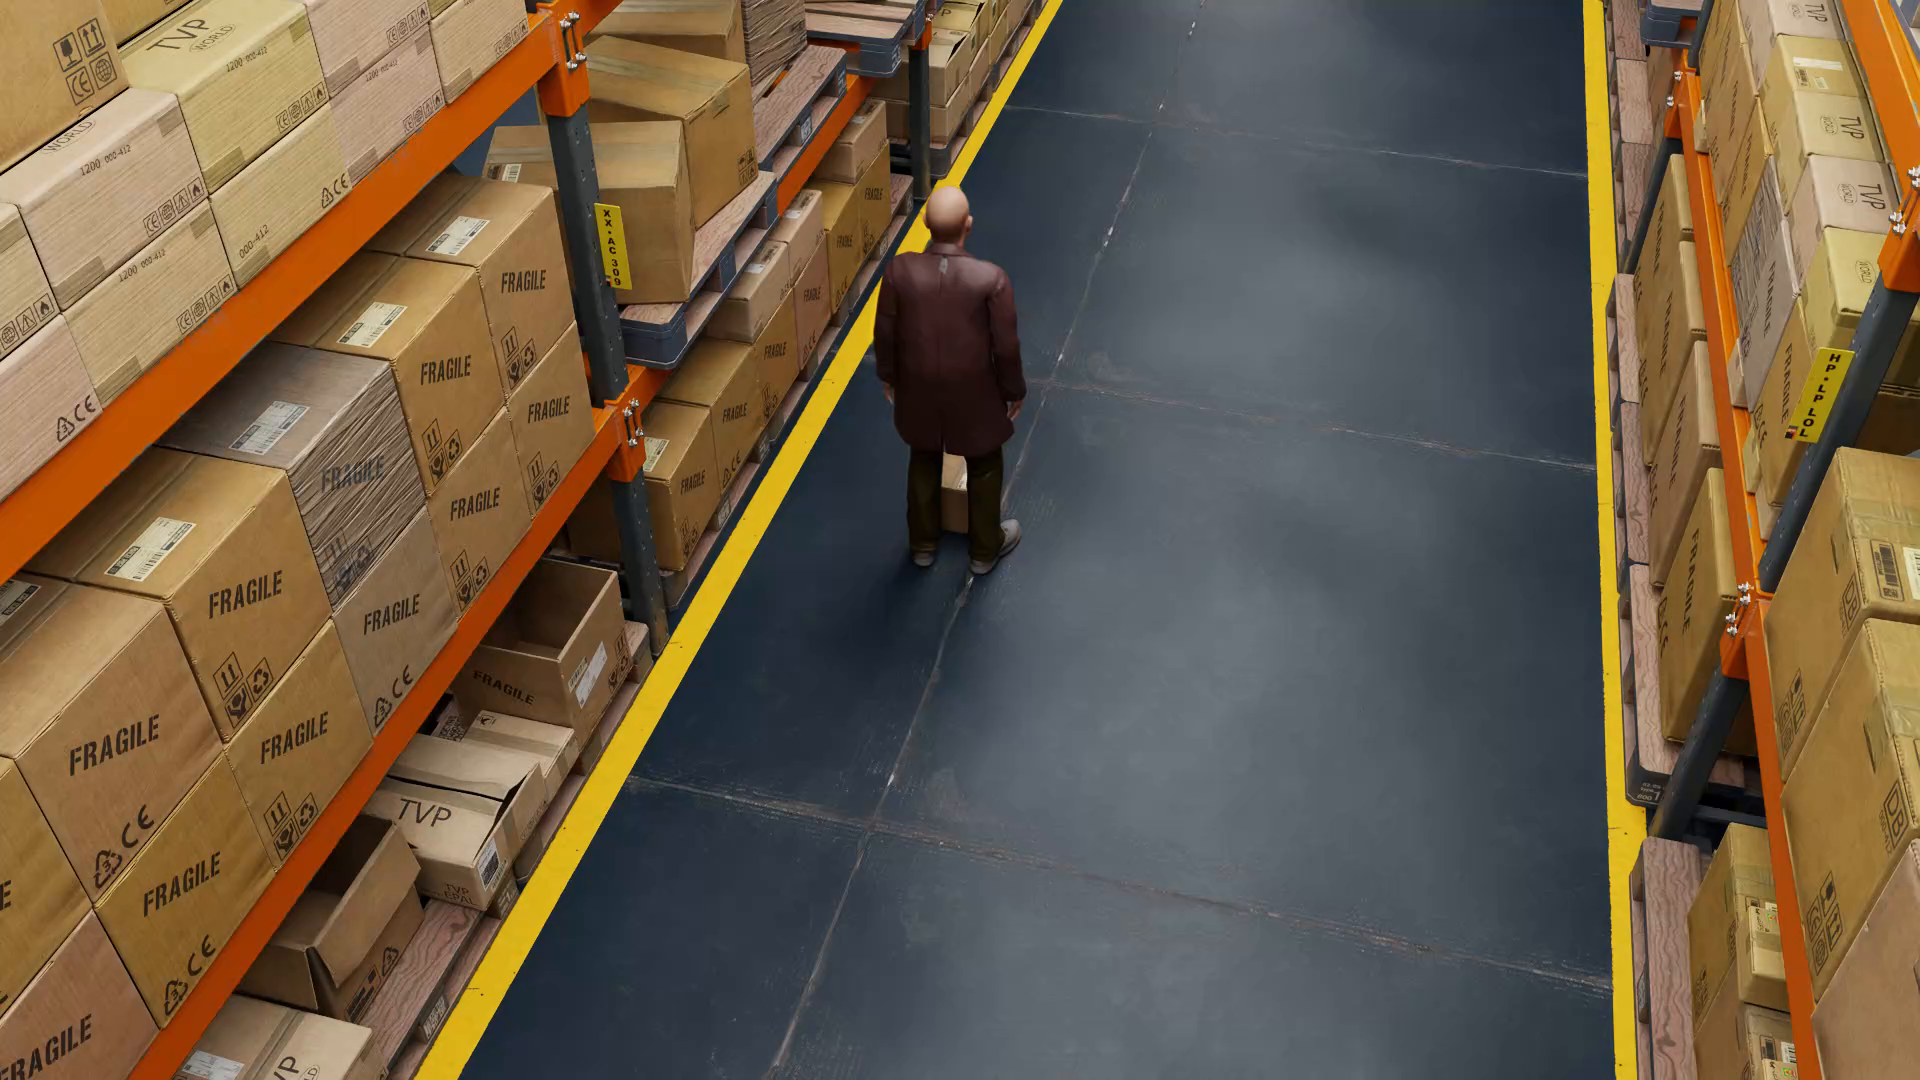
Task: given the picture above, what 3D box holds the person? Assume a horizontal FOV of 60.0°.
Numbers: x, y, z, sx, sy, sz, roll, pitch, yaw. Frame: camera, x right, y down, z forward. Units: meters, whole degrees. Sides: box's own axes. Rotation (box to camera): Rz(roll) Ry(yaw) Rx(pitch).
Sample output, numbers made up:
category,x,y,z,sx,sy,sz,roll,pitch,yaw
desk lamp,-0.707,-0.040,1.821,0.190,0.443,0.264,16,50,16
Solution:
category,x,y,z,sx,sy,sz,roll,pitch,yaw
person,-0.038,-0.636,6.914,0.643,1.774,0.424,10,41,11
